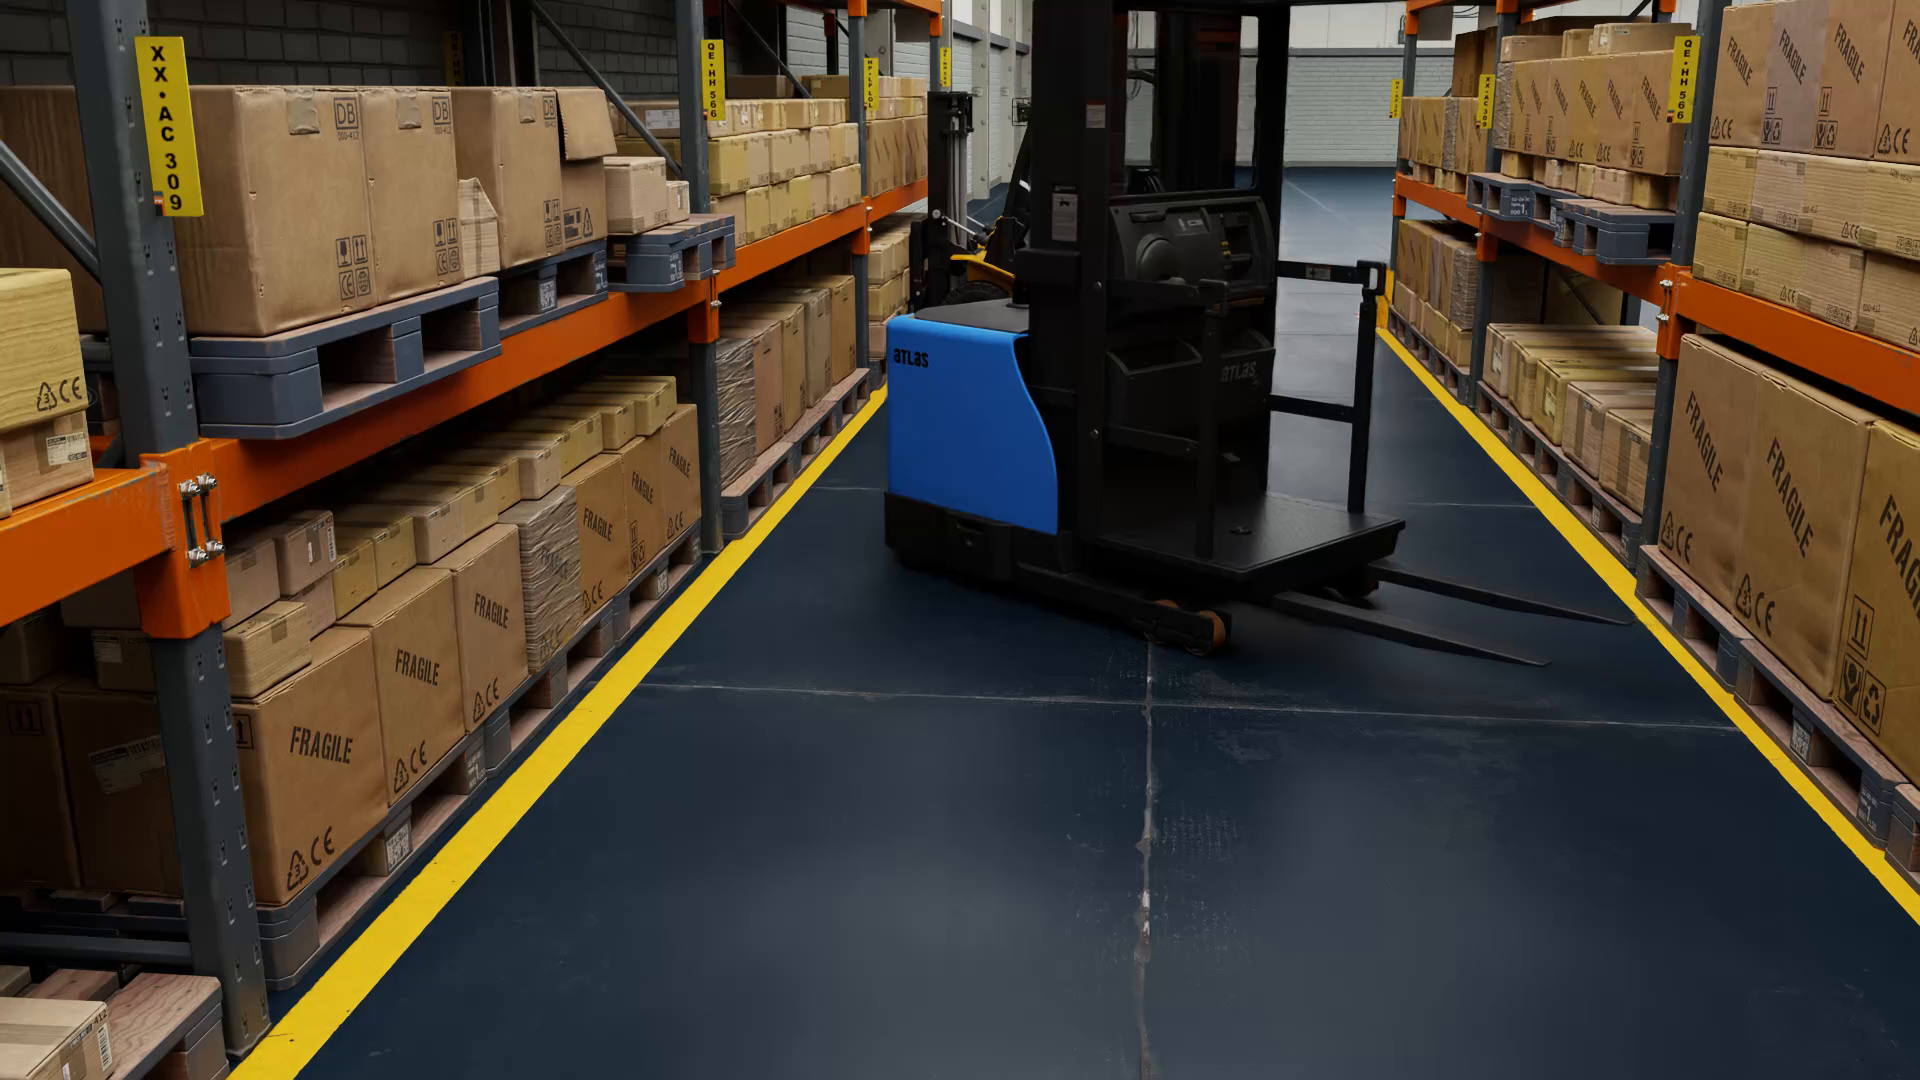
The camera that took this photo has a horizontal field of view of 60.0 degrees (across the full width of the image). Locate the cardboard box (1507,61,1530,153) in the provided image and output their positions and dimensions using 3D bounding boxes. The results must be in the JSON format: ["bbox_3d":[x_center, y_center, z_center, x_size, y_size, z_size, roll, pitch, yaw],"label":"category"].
[{"bbox_3d":[3.421,-2.448,9.402,0.500,0.500,0.500,2,15,6],"label":"cardboard box"}]

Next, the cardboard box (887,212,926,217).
[{"bbox_3d":[-0.409,-2.708,14.480,0.500,0.250,0.500,2,15,8],"label":"cardboard box"}]

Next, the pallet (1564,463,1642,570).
[{"bbox_3d":[3.453,-0.115,7.685,1.003,0.211,1.213,2,15,6],"label":"pallet"}]

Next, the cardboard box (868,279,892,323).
[{"bbox_3d":[-0.757,-1.675,11.614,0.500,0.250,0.500,2,15,6],"label":"cardboard box"}]

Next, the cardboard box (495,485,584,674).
[{"bbox_3d":[-1.567,0.116,5.470,0.500,0.500,0.500,1,15,4],"label":"cardboard box"}]

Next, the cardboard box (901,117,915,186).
[{"bbox_3d":[-0.632,-2.994,12.797,0.500,0.500,0.500,2,15,7],"label":"cardboard box"}]

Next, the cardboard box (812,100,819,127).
[{"bbox_3d":[-1.017,-2.440,9.506,0.380,0.149,0.250,1,15,5],"label":"cardboard box"}]

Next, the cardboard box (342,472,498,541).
[{"bbox_3d":[-1.631,-0.102,5.033,0.380,0.149,0.250,2,15,8],"label":"cardboard box"}]

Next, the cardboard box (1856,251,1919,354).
[{"bbox_3d":[2.900,-0.669,4.678,0.500,0.250,0.500,2,15,6],"label":"cardboard box"}]

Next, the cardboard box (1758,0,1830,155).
[{"bbox_3d":[3.018,-1.540,5.505,0.500,0.500,0.500,2,15,6],"label":"cardboard box"}]

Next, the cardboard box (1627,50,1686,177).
[{"bbox_3d":[3.138,-1.780,6.931,0.500,0.500,0.500,1,15,5],"label":"cardboard box"}]

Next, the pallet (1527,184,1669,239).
[{"bbox_3d":[3.546,-1.681,8.500,1.003,0.211,1.213,2,15,6],"label":"pallet"}]

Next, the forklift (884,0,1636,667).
[{"bbox_3d":[1.056,-1.142,6.270,1.130,2.935,3.031,-14,21,-42],"label":"forklift"}]

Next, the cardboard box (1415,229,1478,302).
[{"bbox_3d":[3.778,-2.098,12.702,0.500,0.500,0.500,2,15,7],"label":"cardboard box"}]

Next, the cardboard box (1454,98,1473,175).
[{"bbox_3d":[3.669,-2.745,11.304,0.500,0.500,0.500,2,15,8],"label":"cardboard box"}]

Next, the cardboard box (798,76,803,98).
[{"bbox_3d":[-1.296,-3.171,11.639,0.380,0.149,0.250,2,15,6],"label":"cardboard box"}]

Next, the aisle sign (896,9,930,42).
[{"bbox_3d":[-0.367,-4.742,14.473,0.394,0.787,0.004,2,15,6],"label":"aisle sign"}]

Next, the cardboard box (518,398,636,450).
[{"bbox_3d":[-1.447,-0.439,6.281,0.380,0.149,0.250,1,15,4],"label":"cardboard box"}]

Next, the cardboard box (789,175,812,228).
[{"bbox_3d":[-1.103,-1.838,9.001,0.500,0.250,0.500,2,15,8],"label":"cardboard box"}]

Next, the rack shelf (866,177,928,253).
[{"bbox_3d":[-0.892,-2.613,12.957,1.077,0.370,4.000,2,15,6],"label":"rack shelf"}]

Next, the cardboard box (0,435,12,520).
[{"bbox_3d":[-1.814,-0.087,2.719,0.380,0.149,0.250,2,15,8],"label":"cardboard box"}]

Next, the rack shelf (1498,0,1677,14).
[{"bbox_3d":[3.589,-2.878,8.192,1.077,0.370,4.000,2,15,6],"label":"rack shelf"}]

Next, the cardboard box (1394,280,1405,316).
[{"bbox_3d":[3.900,-2.008,13.805,0.500,0.250,0.500,2,15,6],"label":"cardboard box"}]

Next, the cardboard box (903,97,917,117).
[{"bbox_3d":[-0.548,-3.409,13.088,0.380,0.149,0.250,2,15,7],"label":"cardboard box"}]

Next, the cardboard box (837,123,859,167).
[{"bbox_3d":[-0.919,-2.476,10.401,0.500,0.250,0.500,1,15,5],"label":"cardboard box"}]

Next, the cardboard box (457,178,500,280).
[{"bbox_3d":[-1.483,-0.854,4.525,0.396,0.266,0.258,2,15,9],"label":"cardboard box"}]

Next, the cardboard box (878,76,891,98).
[{"bbox_3d":[-0.697,-3.221,11.824,0.380,0.149,0.250,2,15,8],"label":"cardboard box"}]

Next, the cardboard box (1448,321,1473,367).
[{"bbox_3d":[3.614,-1.333,11.308,0.500,0.250,0.500,2,15,9],"label":"cardboard box"}]

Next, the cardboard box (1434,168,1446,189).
[{"bbox_3d":[3.711,-2.664,12.250,0.380,0.149,0.250,2,15,7],"label":"cardboard box"}]

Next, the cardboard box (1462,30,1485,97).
[{"bbox_3d":[4.360,-3.738,13.064,0.700,0.500,0.500,2,15,7],"label":"cardboard box"}]

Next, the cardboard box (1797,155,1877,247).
[{"bbox_3d":[2.932,-1.041,5.094,0.500,0.250,0.500,2,15,6],"label":"cardboard box"}]

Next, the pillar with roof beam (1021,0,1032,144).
[{"bbox_3d":[6.022,-13.875,41.735,9.100,9.000,0.400,2,15,6],"label":"pillar with roof beam"}]

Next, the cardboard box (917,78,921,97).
[{"bbox_3d":[-0.518,-3.618,13.292,0.380,0.149,0.250,2,15,8],"label":"cardboard box"}]

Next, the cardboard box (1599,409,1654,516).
[{"bbox_3d":[3.437,-0.339,7.400,0.950,0.372,0.625,1,15,2],"label":"cardboard box"}]

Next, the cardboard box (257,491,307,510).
[{"bbox_3d":[-2.135,-0.049,4.837,0.380,0.149,0.250,2,15,8],"label":"cardboard box"}]

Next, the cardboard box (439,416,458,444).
[{"bbox_3d":[-2.066,-0.385,6.079,0.380,0.149,0.250,1,15,4],"label":"cardboard box"}]

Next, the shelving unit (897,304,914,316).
[{"bbox_3d":[-0.157,-0.540,7.647,0.215,1.050,0.252,3,15,12],"label":"shelving unit"}]

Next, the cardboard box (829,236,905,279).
[{"bbox_3d":[-0.684,-2.048,12.038,0.500,0.250,0.500,2,15,6],"label":"cardboard box"}]

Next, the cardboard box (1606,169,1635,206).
[{"bbox_3d":[3.108,-1.571,7.401,0.380,0.149,0.250,2,15,6],"label":"cardboard box"}]

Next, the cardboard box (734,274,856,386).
[{"bbox_3d":[-1.166,-1.362,10.699,0.875,0.625,0.625,2,15,9],"label":"cardboard box"}]

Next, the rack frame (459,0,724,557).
[{"bbox_3d":[-1.569,-1.404,7.108,1.000,3.000,0.127,2,15,6],"label":"rack frame"}]

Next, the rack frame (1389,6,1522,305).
[{"bbox_3d":[4.266,-3.334,14.245,1.000,3.000,0.127,2,15,6],"label":"rack frame"}]

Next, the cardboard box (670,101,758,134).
[{"bbox_3d":[-1.192,-2.044,8.042,0.380,0.149,0.250,2,15,7],"label":"cardboard box"}]

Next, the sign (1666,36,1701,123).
[{"bbox_3d":[2.823,-1.793,6.481,0.100,0.325,0.005,2,15,6],"label":"sign"}]

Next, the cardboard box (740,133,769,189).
[{"bbox_3d":[-1.219,-1.811,7.942,0.500,0.250,0.500,2,15,8],"label":"cardboard box"}]

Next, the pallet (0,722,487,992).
[{"bbox_3d":[-1.967,0.767,4.420,1.003,0.211,1.213,2,15,6],"label":"pallet"}]

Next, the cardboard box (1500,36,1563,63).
[{"bbox_3d":[3.410,-2.893,9.804,0.380,0.149,0.250,2,15,6],"label":"cardboard box"}]

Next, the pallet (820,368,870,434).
[{"bbox_3d":[-1.162,-0.903,10.598,1.003,0.211,1.213,2,15,6],"label":"pallet"}]

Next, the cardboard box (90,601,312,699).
[{"bbox_3d":[-1.716,0.239,3.774,0.380,0.149,0.250,2,15,9],"label":"cardboard box"}]

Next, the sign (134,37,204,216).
[{"bbox_3d":[-1.481,-0.771,3.107,0.100,0.325,0.005,2,15,6],"label":"sign"}]

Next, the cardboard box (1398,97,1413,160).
[{"bbox_3d":[3.937,-3.411,13.769,0.500,0.500,0.500,1,15,5],"label":"cardboard box"}]

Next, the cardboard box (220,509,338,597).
[{"bbox_3d":[-1.734,0.026,3.989,0.380,0.149,0.250,1,15,4],"label":"cardboard box"}]

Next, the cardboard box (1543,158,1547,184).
[{"bbox_3d":[3.345,-1.974,8.892,0.380,0.149,0.250,2,15,7],"label":"cardboard box"}]

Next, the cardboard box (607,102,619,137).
[{"bbox_3d":[-1.734,-1.856,7.345,0.380,0.149,0.250,2,15,8],"label":"cardboard box"}]

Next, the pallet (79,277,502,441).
[{"bbox_3d":[-1.822,-0.478,4.051,1.003,0.211,1.213,2,15,6],"label":"pallet"}]
